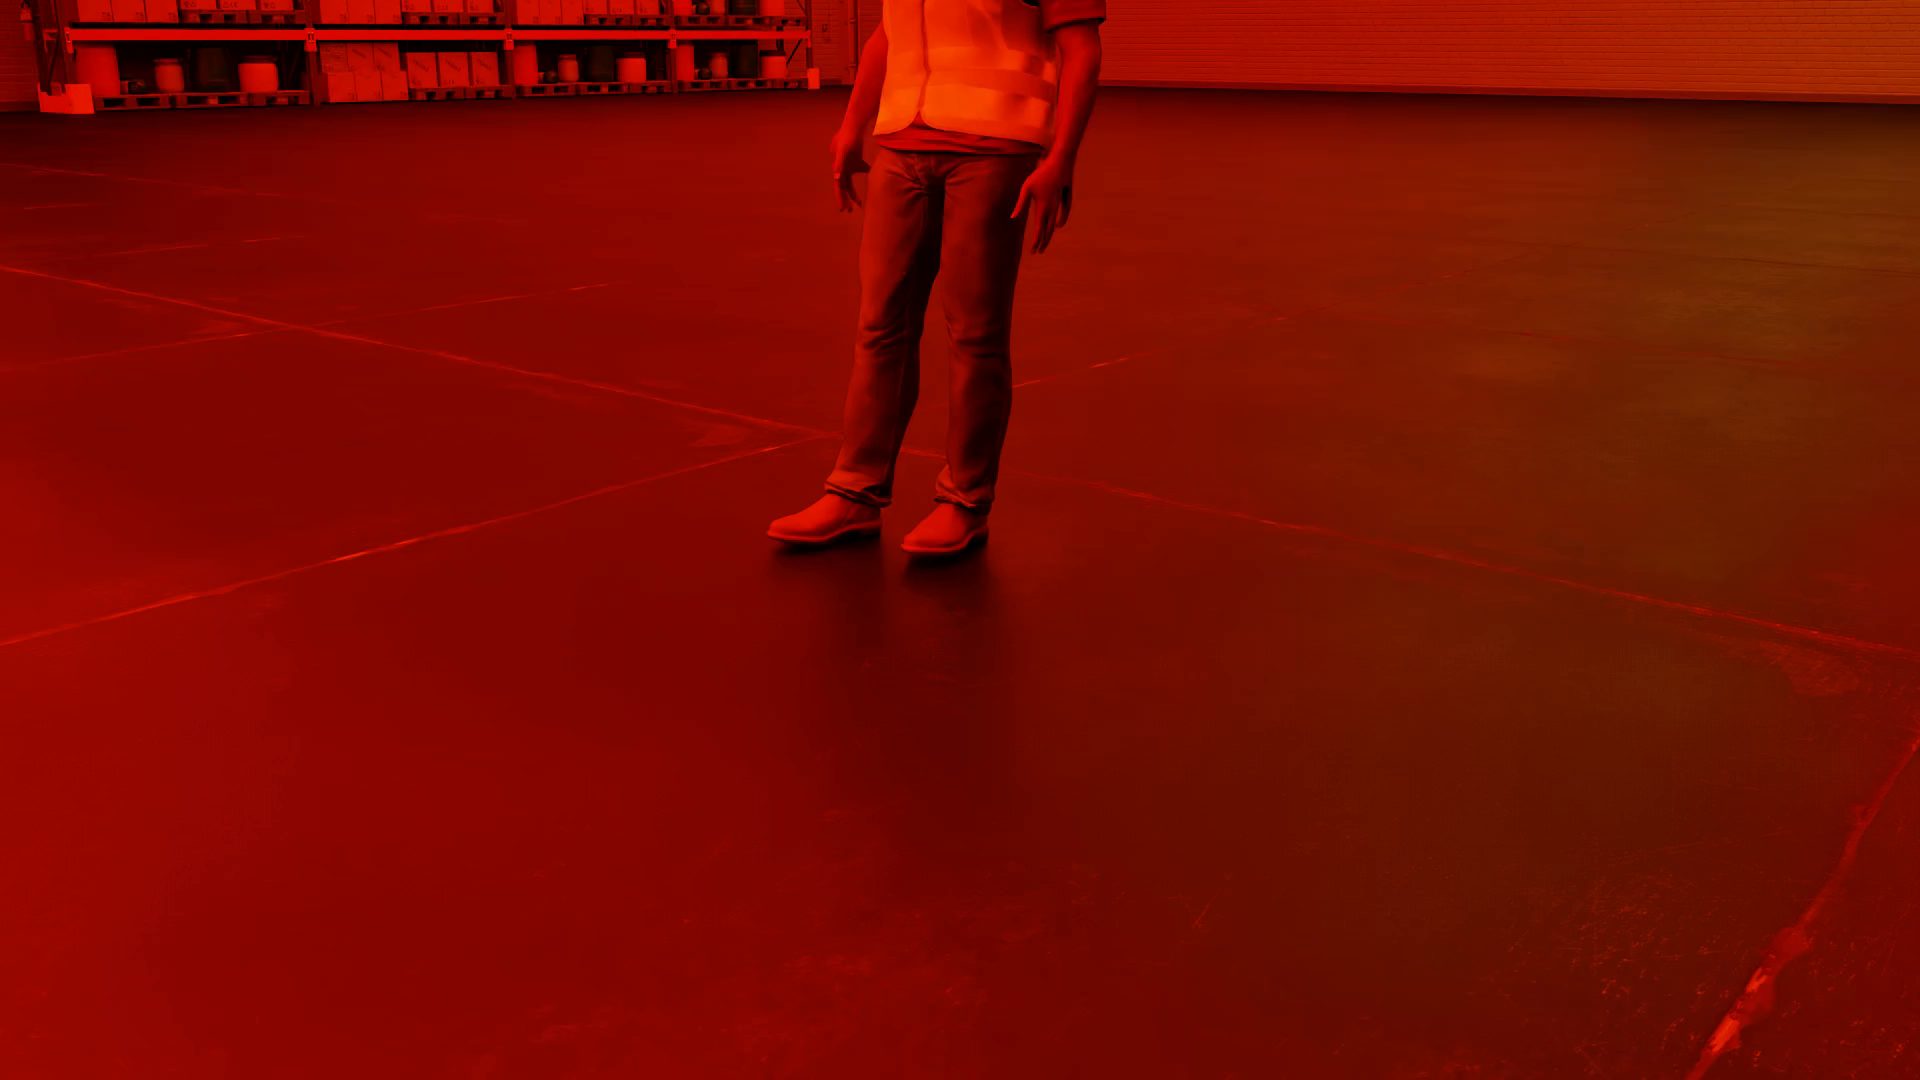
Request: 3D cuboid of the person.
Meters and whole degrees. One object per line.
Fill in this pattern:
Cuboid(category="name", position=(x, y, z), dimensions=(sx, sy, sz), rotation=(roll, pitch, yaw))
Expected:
Cuboid(category="person", position=(-0.049, -0.838, 3.636), dimensions=(0.665, 1.765, 0.577), rotation=(13, 21, 37))
